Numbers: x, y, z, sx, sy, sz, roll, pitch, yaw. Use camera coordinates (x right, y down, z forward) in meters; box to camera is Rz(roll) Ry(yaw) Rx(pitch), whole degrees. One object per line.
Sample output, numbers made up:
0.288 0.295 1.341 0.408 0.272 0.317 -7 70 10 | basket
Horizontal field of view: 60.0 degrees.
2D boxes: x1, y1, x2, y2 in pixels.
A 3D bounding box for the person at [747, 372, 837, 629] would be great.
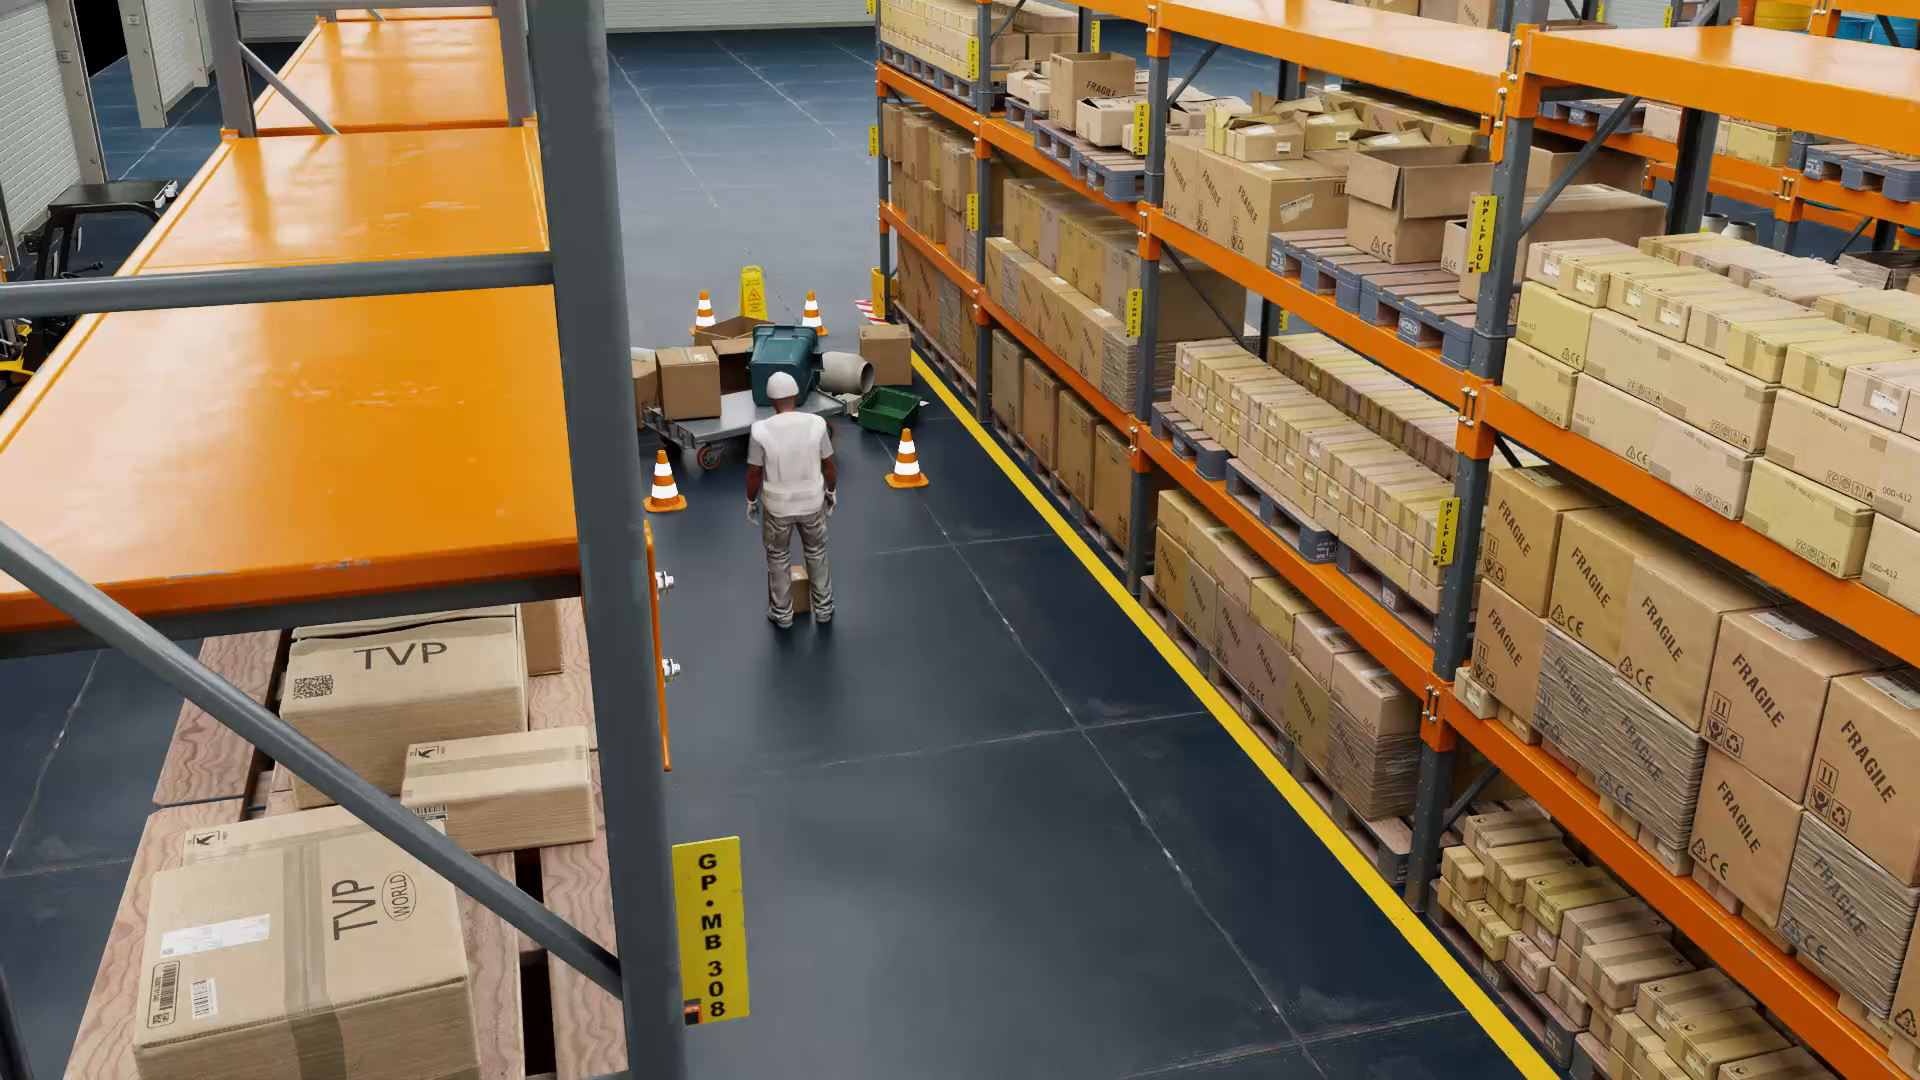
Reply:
-1.138 -0.265 11.286 0.622 1.774 0.453 -6 24 -15 | person
